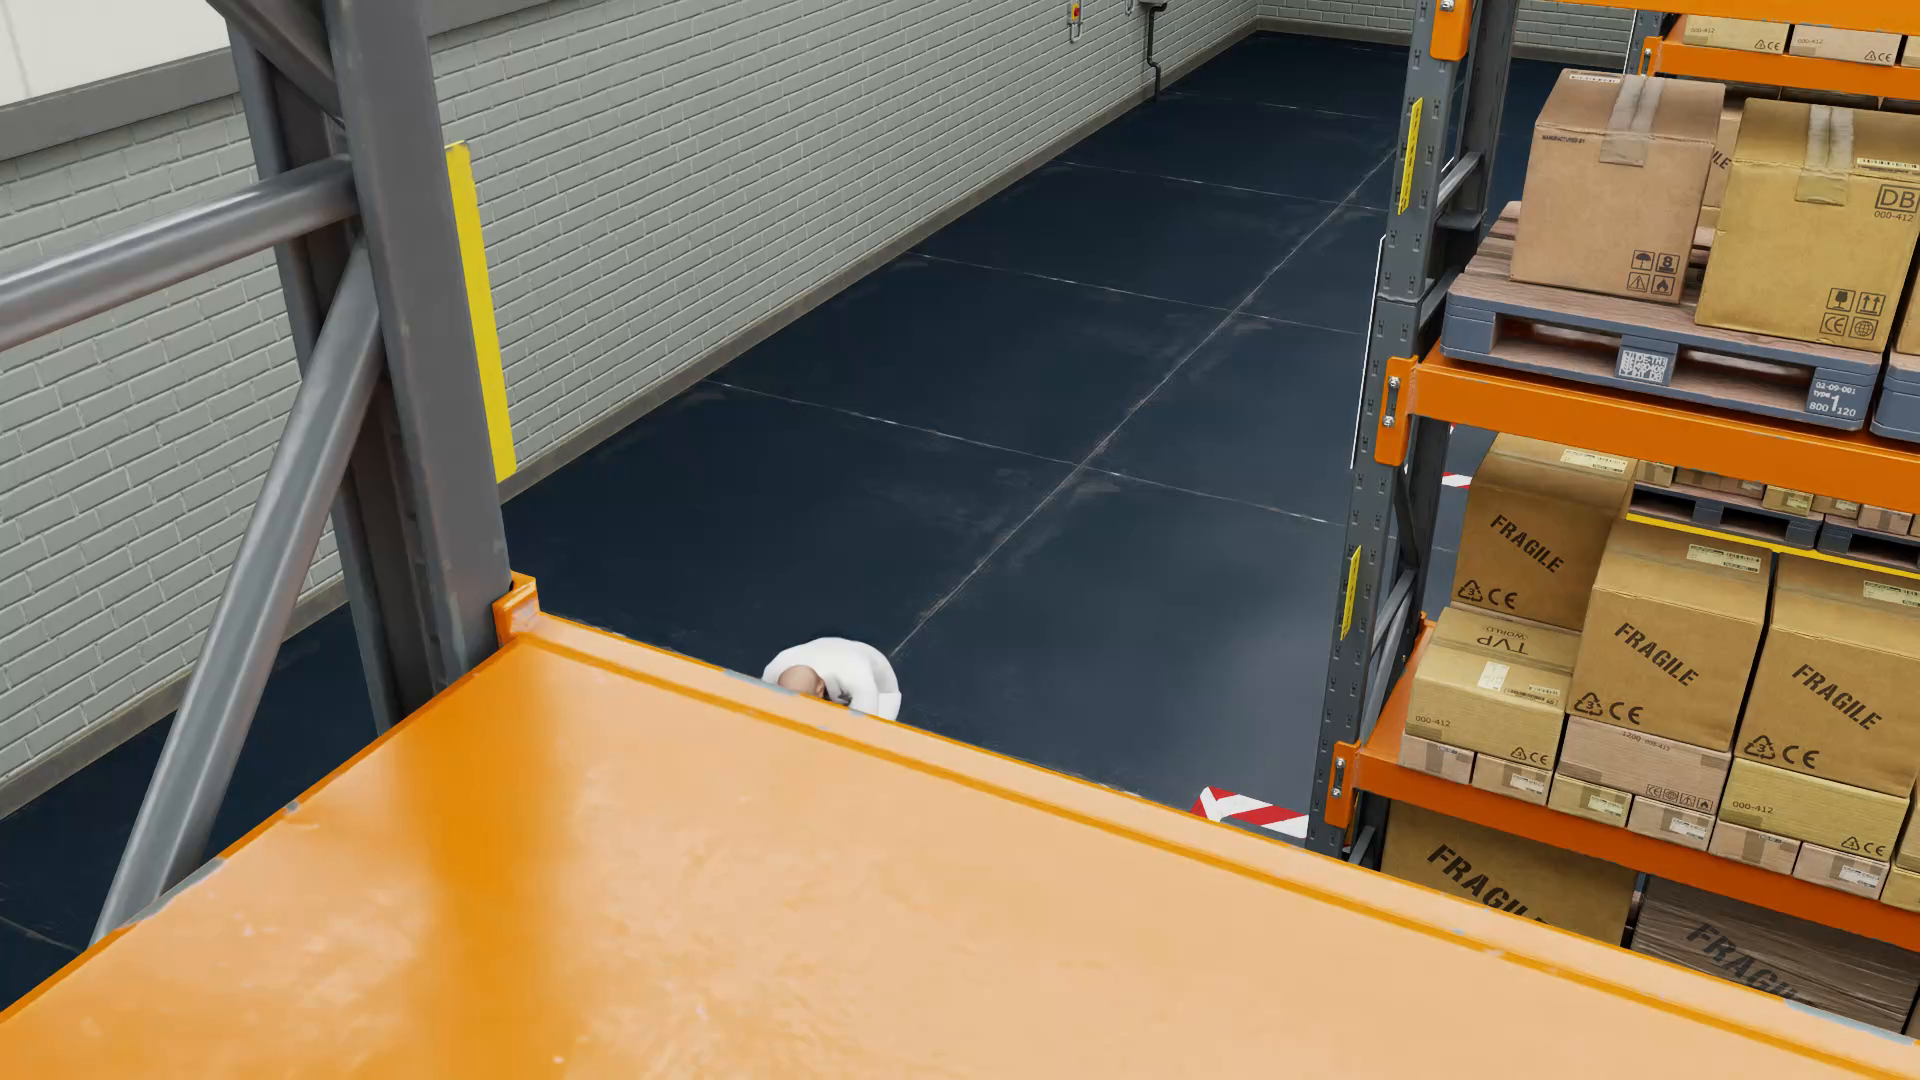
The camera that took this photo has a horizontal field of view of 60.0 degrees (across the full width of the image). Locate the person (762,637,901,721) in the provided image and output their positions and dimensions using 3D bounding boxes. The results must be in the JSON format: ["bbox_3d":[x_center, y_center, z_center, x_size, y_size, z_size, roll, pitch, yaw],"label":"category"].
[{"bbox_3d":[-0.584,0.835,7.483,0.611,0.981,0.896,14,33,23],"label":"person"}]
